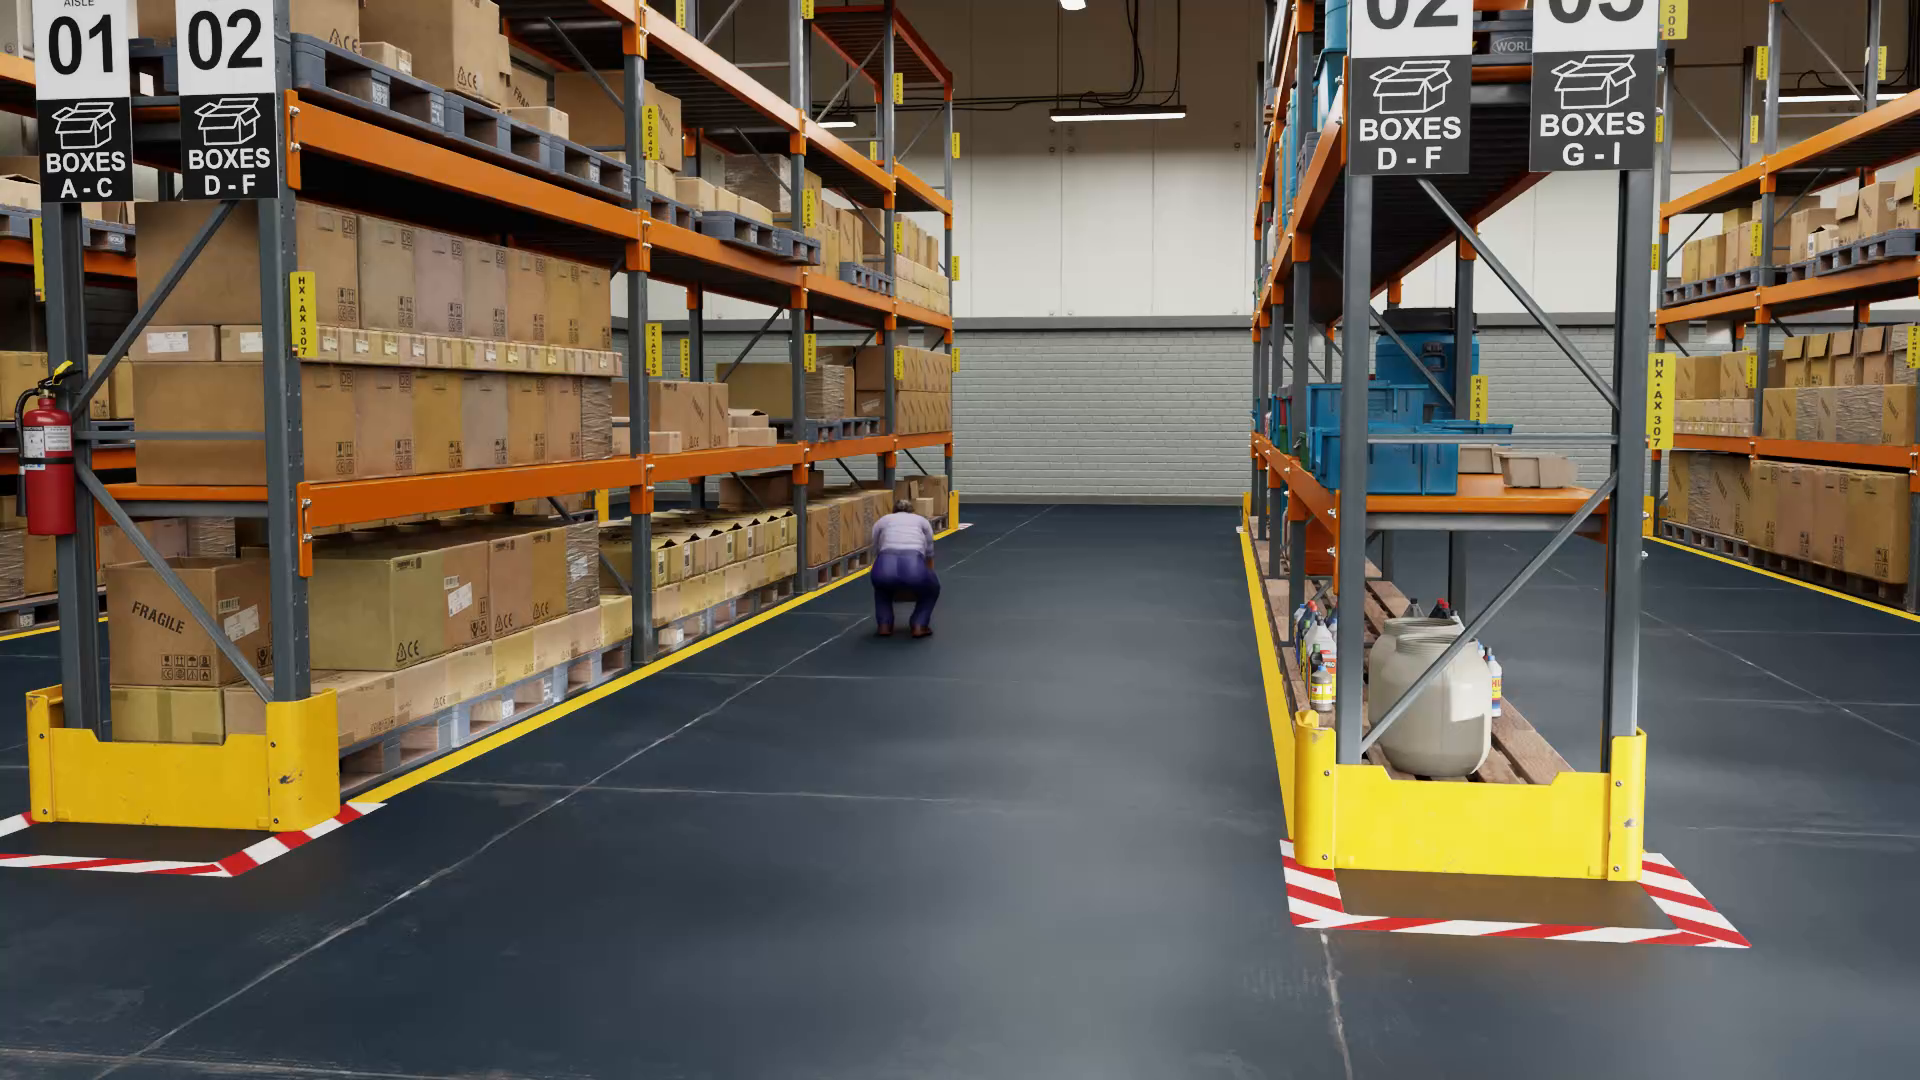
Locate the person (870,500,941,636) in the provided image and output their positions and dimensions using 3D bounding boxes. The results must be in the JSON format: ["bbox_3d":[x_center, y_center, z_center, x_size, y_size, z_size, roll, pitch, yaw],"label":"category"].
[{"bbox_3d":[-0.400,0.202,11.928,0.499,0.951,0.828,1,5,7],"label":"person"}]
